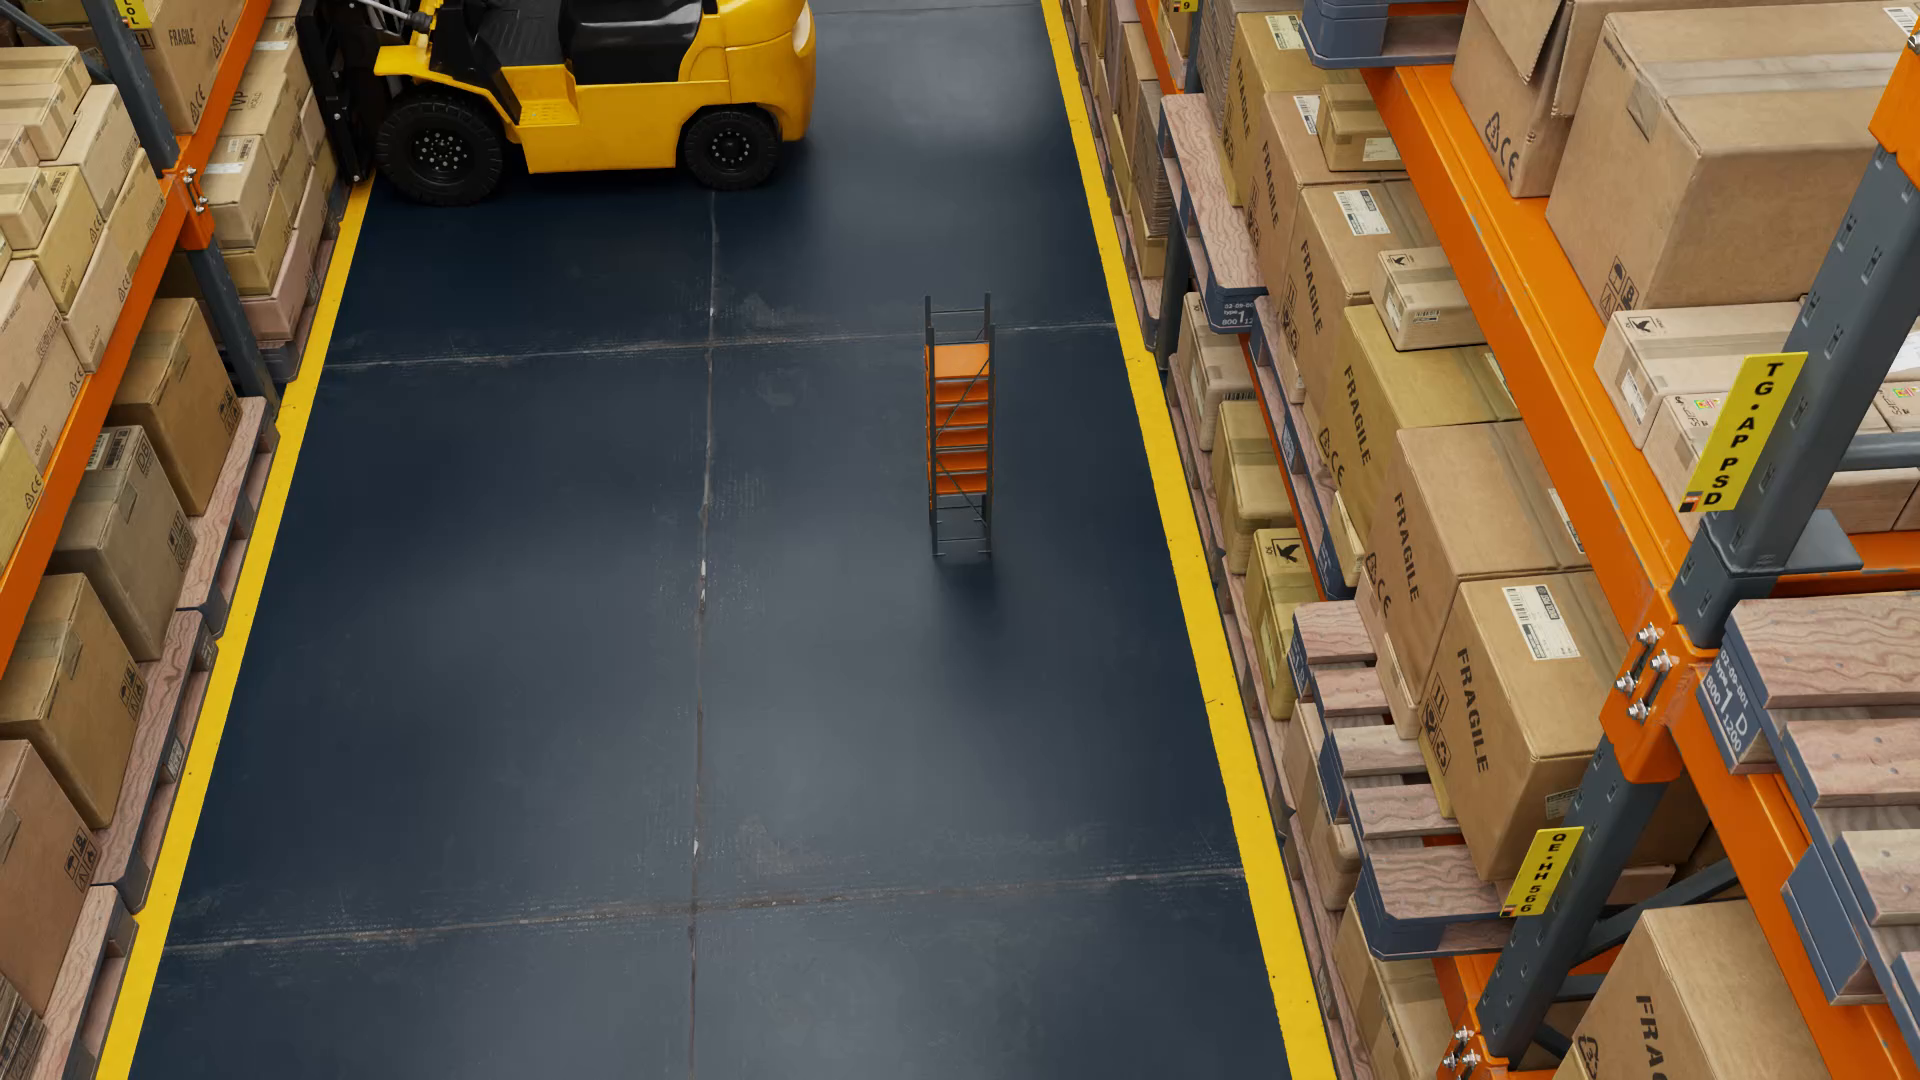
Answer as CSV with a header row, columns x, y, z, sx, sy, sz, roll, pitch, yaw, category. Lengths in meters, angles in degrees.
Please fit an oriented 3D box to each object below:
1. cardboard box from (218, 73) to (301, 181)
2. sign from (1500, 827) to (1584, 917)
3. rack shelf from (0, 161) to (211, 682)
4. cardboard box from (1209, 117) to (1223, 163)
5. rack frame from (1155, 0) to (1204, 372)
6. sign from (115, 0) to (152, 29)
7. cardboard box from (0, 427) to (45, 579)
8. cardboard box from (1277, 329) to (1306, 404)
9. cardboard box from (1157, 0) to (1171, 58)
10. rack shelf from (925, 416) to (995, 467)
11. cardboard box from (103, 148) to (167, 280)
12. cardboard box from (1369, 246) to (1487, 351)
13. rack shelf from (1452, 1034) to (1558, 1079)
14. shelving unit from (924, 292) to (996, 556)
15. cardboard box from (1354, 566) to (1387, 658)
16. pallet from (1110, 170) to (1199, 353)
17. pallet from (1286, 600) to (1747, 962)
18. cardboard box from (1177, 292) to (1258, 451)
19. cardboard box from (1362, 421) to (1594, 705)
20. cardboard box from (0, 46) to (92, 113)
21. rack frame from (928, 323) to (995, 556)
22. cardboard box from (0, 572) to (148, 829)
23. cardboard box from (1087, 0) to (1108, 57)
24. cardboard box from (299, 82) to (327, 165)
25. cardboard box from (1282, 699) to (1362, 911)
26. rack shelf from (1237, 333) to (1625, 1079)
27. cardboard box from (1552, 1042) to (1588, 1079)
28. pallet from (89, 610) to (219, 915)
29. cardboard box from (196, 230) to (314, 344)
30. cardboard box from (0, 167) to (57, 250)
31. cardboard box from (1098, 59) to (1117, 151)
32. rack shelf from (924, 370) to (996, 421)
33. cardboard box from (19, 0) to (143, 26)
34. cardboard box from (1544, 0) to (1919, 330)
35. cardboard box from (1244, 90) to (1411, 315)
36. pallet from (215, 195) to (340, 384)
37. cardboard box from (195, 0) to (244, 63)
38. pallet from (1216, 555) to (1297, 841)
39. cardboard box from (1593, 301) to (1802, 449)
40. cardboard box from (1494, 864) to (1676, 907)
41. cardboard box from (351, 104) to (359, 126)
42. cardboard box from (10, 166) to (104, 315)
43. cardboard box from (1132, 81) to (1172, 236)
x,y,z,sx,sy,sz,roll,pitch,yaw,category
-3.302,-1.854,7.492,0.500,0.250,0.500,-3,47,-3,cardboard box
1.200,0.687,3.427,0.100,0.325,0.005,-3,47,-3,sign
-3.374,0.123,5.200,1.077,0.370,4.000,-3,47,-3,rack shelf
1.136,-1.515,6.139,0.380,0.149,0.250,-3,47,-3,cardboard box
1.405,-1.876,6.597,1.000,3.000,0.127,-3,47,-3,rack frame
-3.001,-1.983,5.955,0.100,0.325,0.005,-3,47,-3,sign
-3.129,-0.074,4.994,0.500,0.250,0.500,-2,47,-2,cardboard box
1.217,-0.570,5.244,0.380,0.149,0.250,-2,47,-2,cardboard box
1.046,-2.184,7.062,0.380,0.149,0.250,-3,47,-2,cardboard box
-0.001,-0.392,6.493,0.258,0.103,0.180,-3,47,-3,rack shelf
-3.238,-1.171,6.033,0.500,0.250,0.500,-3,47,-2,cardboard box
1.321,-0.653,4.429,0.380,0.149,0.250,-6,47,-5,cardboard box
1.907,2.712,2.747,1.077,0.370,4.000,-3,47,-3,rack shelf
-0.001,-0.423,6.461,0.258,1.200,0.189,-3,47,-3,shelving unit
1.304,0.185,4.529,0.380,0.149,0.250,-5,47,-5,cardboard box
1.313,-1.401,8.068,1.003,0.211,1.213,-3,47,-3,pallet
1.574,0.575,4.408,1.213,0.211,1.003,-3,47,-3,pallet
1.451,-0.737,7.040,0.950,0.372,0.625,-3,47,-3,cardboard box
1.370,0.052,4.209,0.500,0.500,0.500,-4,47,-4,cardboard box
-3.291,-1.595,5.816,0.380,0.149,0.250,-2,47,-2,cardboard box
0.006,-0.357,6.398,0.240,1.200,0.006,-3,47,-3,rack frame
-3.364,0.583,5.615,0.875,0.625,0.625,-5,47,-5,cardboard box
0.946,-2.868,8.625,0.500,0.500,0.500,-3,47,-3,cardboard box
-3.349,-2.040,8.013,0.500,0.250,0.500,-4,47,-4,cardboard box
1.632,0.834,5.551,0.950,0.372,0.625,-4,47,-4,cardboard box
1.572,-0.182,5.488,1.077,0.370,4.000,-3,47,-3,rack shelf
1.536,1.279,3.368,0.500,0.250,0.500,-4,47,-4,cardboard box
-3.335,0.803,5.981,1.003,0.211,1.213,-3,47,-3,pallet
-3.252,-1.141,7.505,0.500,0.250,0.500,-3,47,-3,cardboard box
-3.130,-1.047,5.297,0.380,0.149,0.250,-5,47,-5,cardboard box
0.995,-2.239,8.546,0.500,0.250,0.500,-3,47,-3,cardboard box
-0.001,-0.558,6.319,0.258,0.103,0.180,-3,47,-3,rack shelf
-3.306,-2.076,6.271,0.380,0.149,0.250,-4,47,-4,cardboard box
1.670,-0.734,3.381,0.700,0.500,0.500,-3,47,-3,cardboard box
1.228,-1.080,5.280,0.500,0.500,0.500,-4,47,-4,cardboard box
-3.566,-1.191,7.869,1.003,0.211,1.213,-3,47,-3,pallet
-3.378,-2.319,6.948,0.500,0.500,0.500,-3,47,-3,cardboard box
1.577,0.531,6.238,1.003,0.211,1.213,-3,47,-3,pallet
1.475,-0.322,3.232,0.380,0.149,0.250,-3,47,-3,cardboard box
1.478,0.737,4.006,0.380,0.149,0.250,-2,47,-2,cardboard box
-3.391,-2.246,8.553,0.500,0.250,0.500,-2,47,-2,cardboard box
-3.195,-0.980,5.508,0.500,0.250,0.500,-5,47,-4,cardboard box
1.088,-1.744,7.561,0.500,0.500,0.500,-4,47,-4,cardboard box
